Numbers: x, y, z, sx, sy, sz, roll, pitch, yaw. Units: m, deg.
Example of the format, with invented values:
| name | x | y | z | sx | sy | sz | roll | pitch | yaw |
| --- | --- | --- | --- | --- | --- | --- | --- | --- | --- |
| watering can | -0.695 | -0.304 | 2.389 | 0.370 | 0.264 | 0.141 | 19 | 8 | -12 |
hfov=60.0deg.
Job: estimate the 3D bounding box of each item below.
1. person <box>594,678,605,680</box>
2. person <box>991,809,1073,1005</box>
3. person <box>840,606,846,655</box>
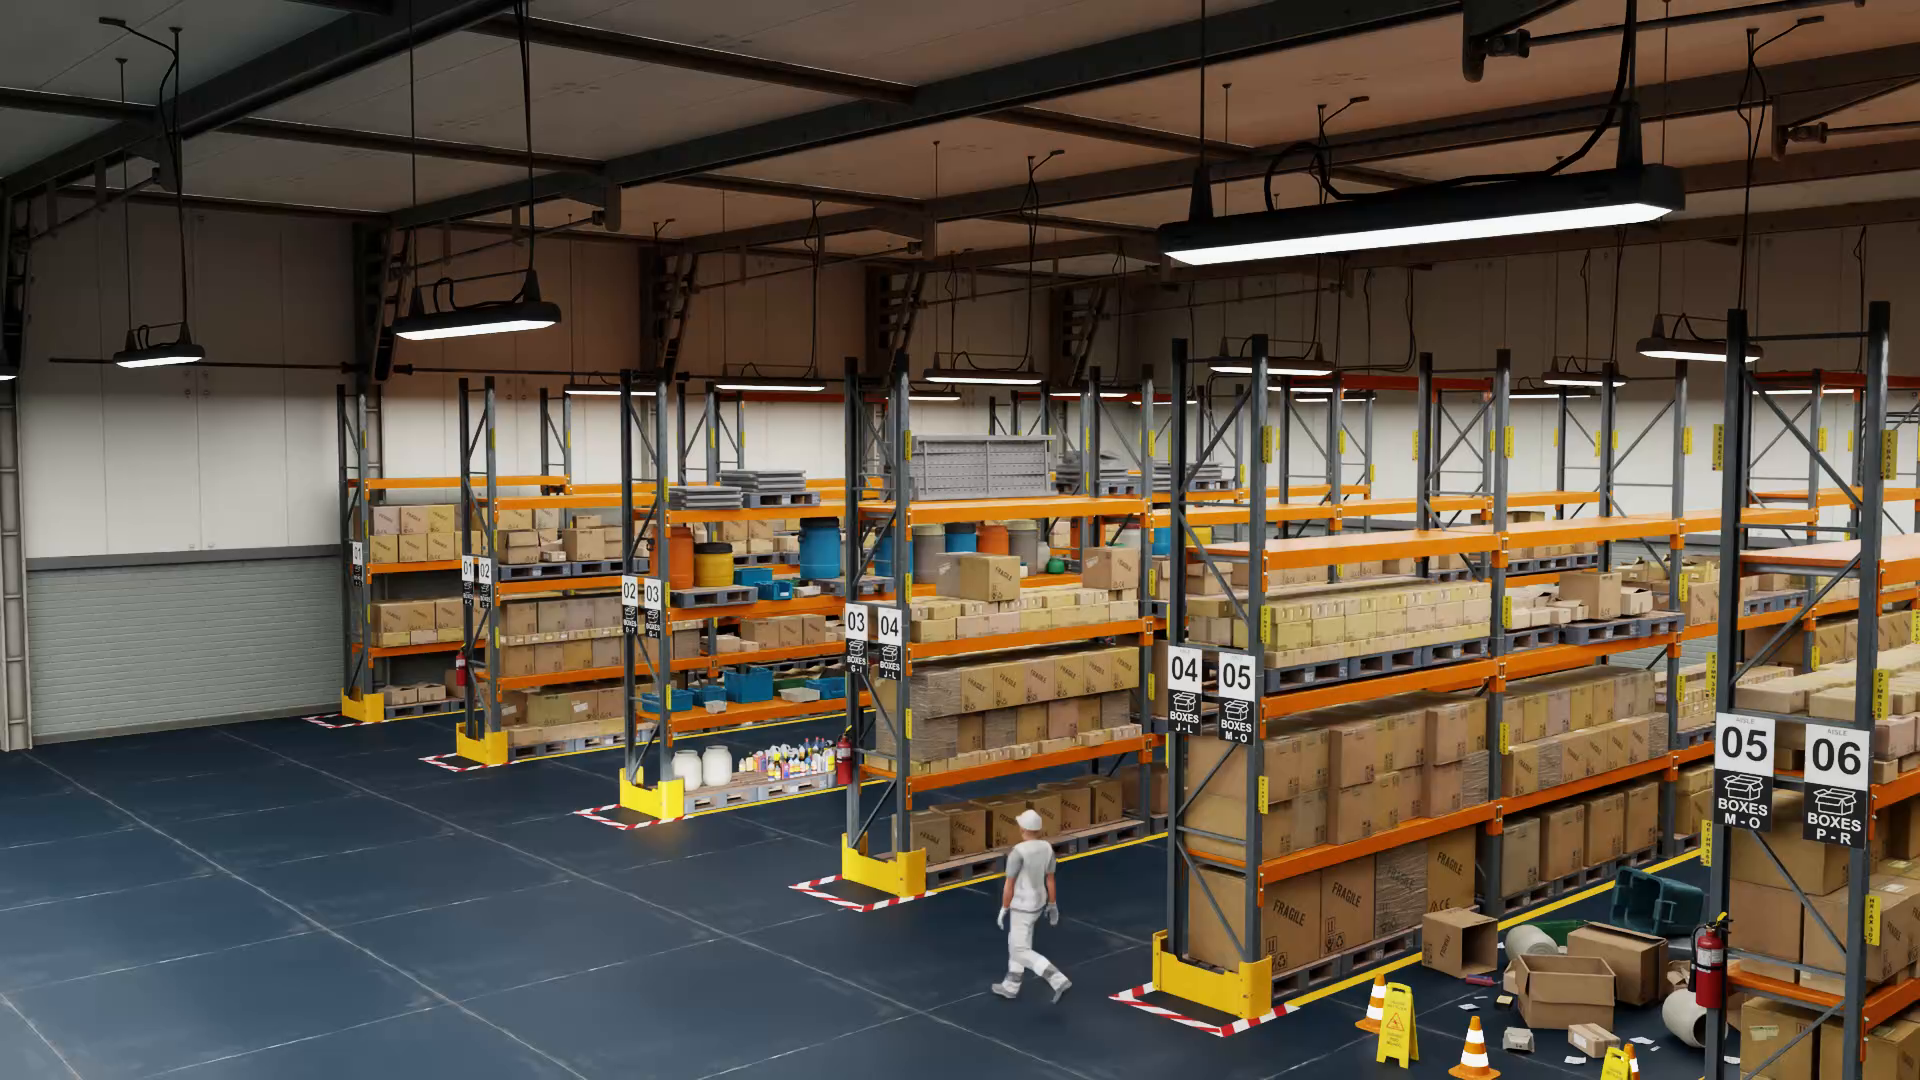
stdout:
| name | x | y | z | sx | sy | sz | roll | pitch | yaw |
| --- | --- | --- | --- | --- | --- | --- | --- | --- | --- |
| person | -6.717 | 2.261 | 30.533 | 0.481 | 1.765 | 0.552 | -1 | 4 | -8 |
| person | 0.623 | 3.304 | 14.912 | 0.904 | 1.774 | 0.498 | 2 | 4 | 25 |
| person | -2.312 | 2.093 | 35.047 | 0.461 | 1.622 | 0.446 | 0 | 4 | 5 |
